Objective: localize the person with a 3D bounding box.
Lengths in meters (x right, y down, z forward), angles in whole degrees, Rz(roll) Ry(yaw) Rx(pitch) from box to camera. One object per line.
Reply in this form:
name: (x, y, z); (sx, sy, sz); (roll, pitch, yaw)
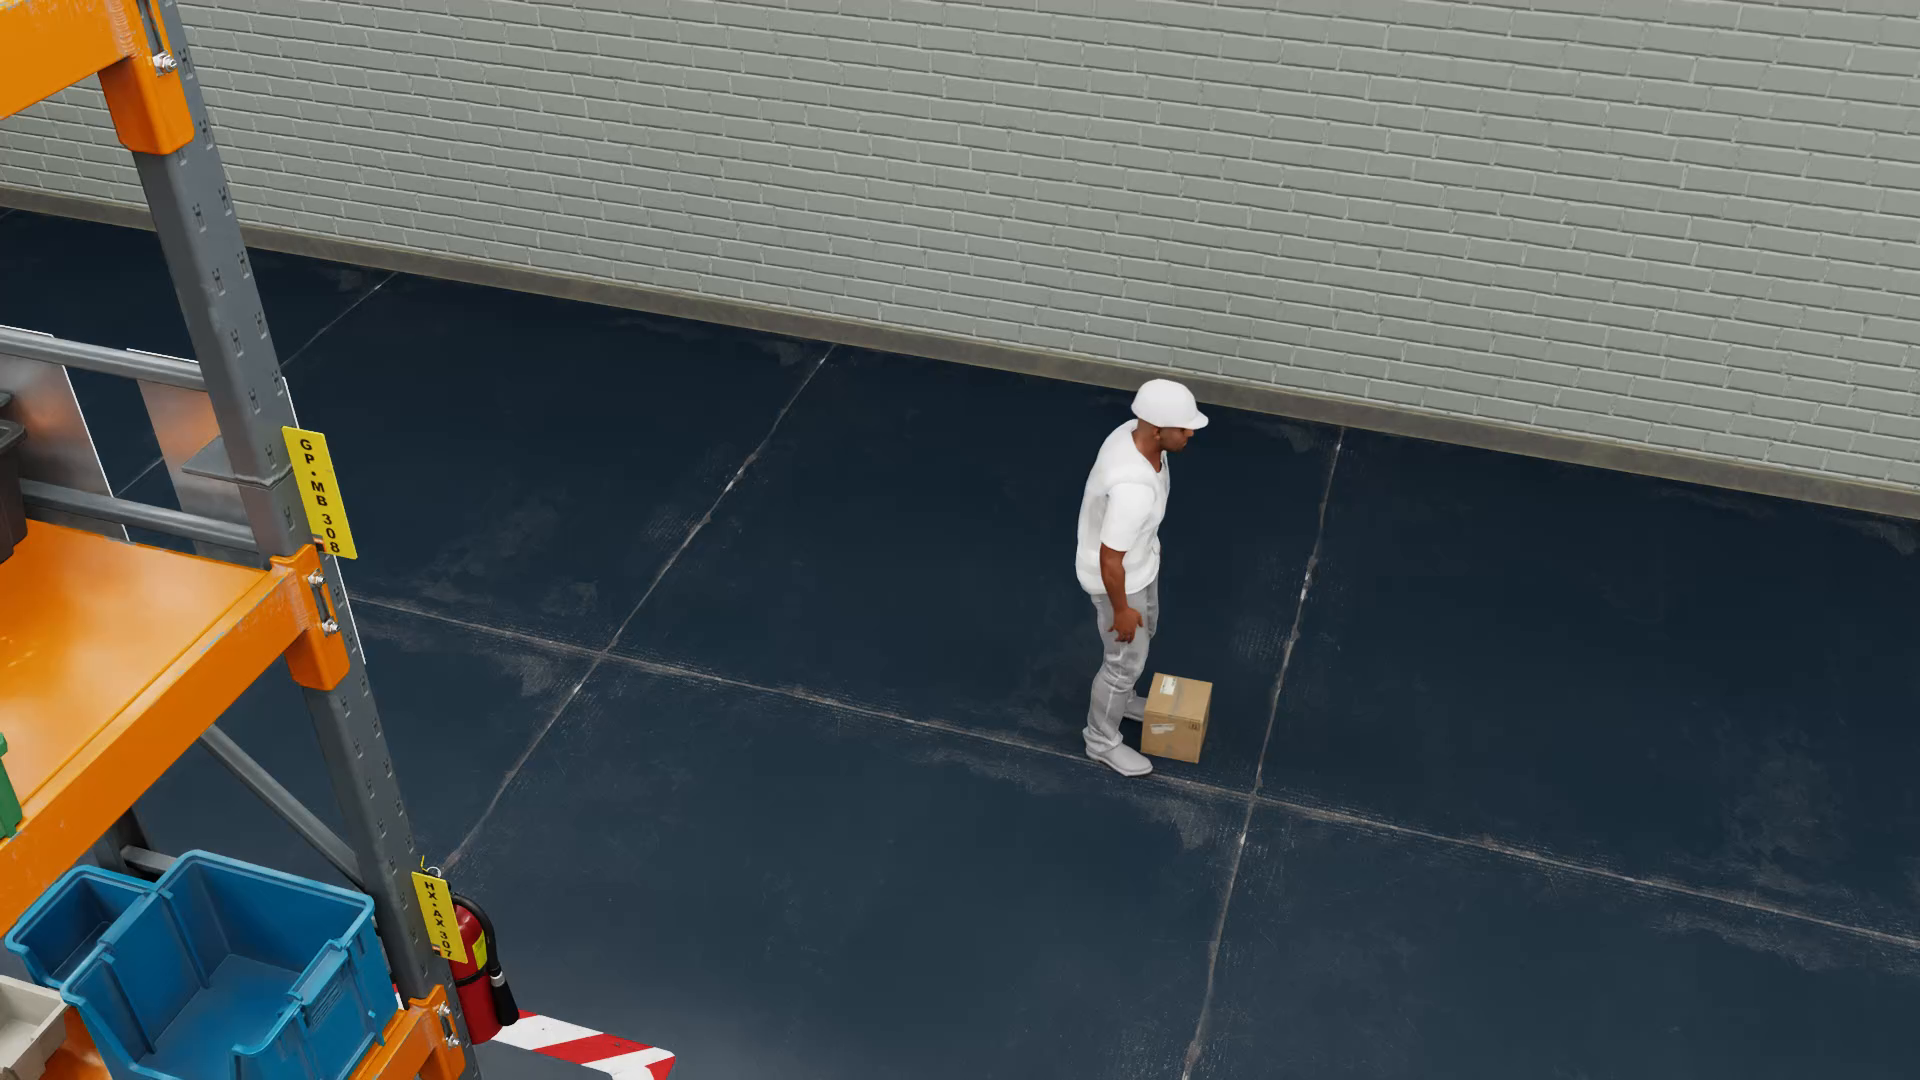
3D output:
person: (0.702, 0.122, 6.715); (0.463, 1.759, 0.626); (9, 38, 12)
